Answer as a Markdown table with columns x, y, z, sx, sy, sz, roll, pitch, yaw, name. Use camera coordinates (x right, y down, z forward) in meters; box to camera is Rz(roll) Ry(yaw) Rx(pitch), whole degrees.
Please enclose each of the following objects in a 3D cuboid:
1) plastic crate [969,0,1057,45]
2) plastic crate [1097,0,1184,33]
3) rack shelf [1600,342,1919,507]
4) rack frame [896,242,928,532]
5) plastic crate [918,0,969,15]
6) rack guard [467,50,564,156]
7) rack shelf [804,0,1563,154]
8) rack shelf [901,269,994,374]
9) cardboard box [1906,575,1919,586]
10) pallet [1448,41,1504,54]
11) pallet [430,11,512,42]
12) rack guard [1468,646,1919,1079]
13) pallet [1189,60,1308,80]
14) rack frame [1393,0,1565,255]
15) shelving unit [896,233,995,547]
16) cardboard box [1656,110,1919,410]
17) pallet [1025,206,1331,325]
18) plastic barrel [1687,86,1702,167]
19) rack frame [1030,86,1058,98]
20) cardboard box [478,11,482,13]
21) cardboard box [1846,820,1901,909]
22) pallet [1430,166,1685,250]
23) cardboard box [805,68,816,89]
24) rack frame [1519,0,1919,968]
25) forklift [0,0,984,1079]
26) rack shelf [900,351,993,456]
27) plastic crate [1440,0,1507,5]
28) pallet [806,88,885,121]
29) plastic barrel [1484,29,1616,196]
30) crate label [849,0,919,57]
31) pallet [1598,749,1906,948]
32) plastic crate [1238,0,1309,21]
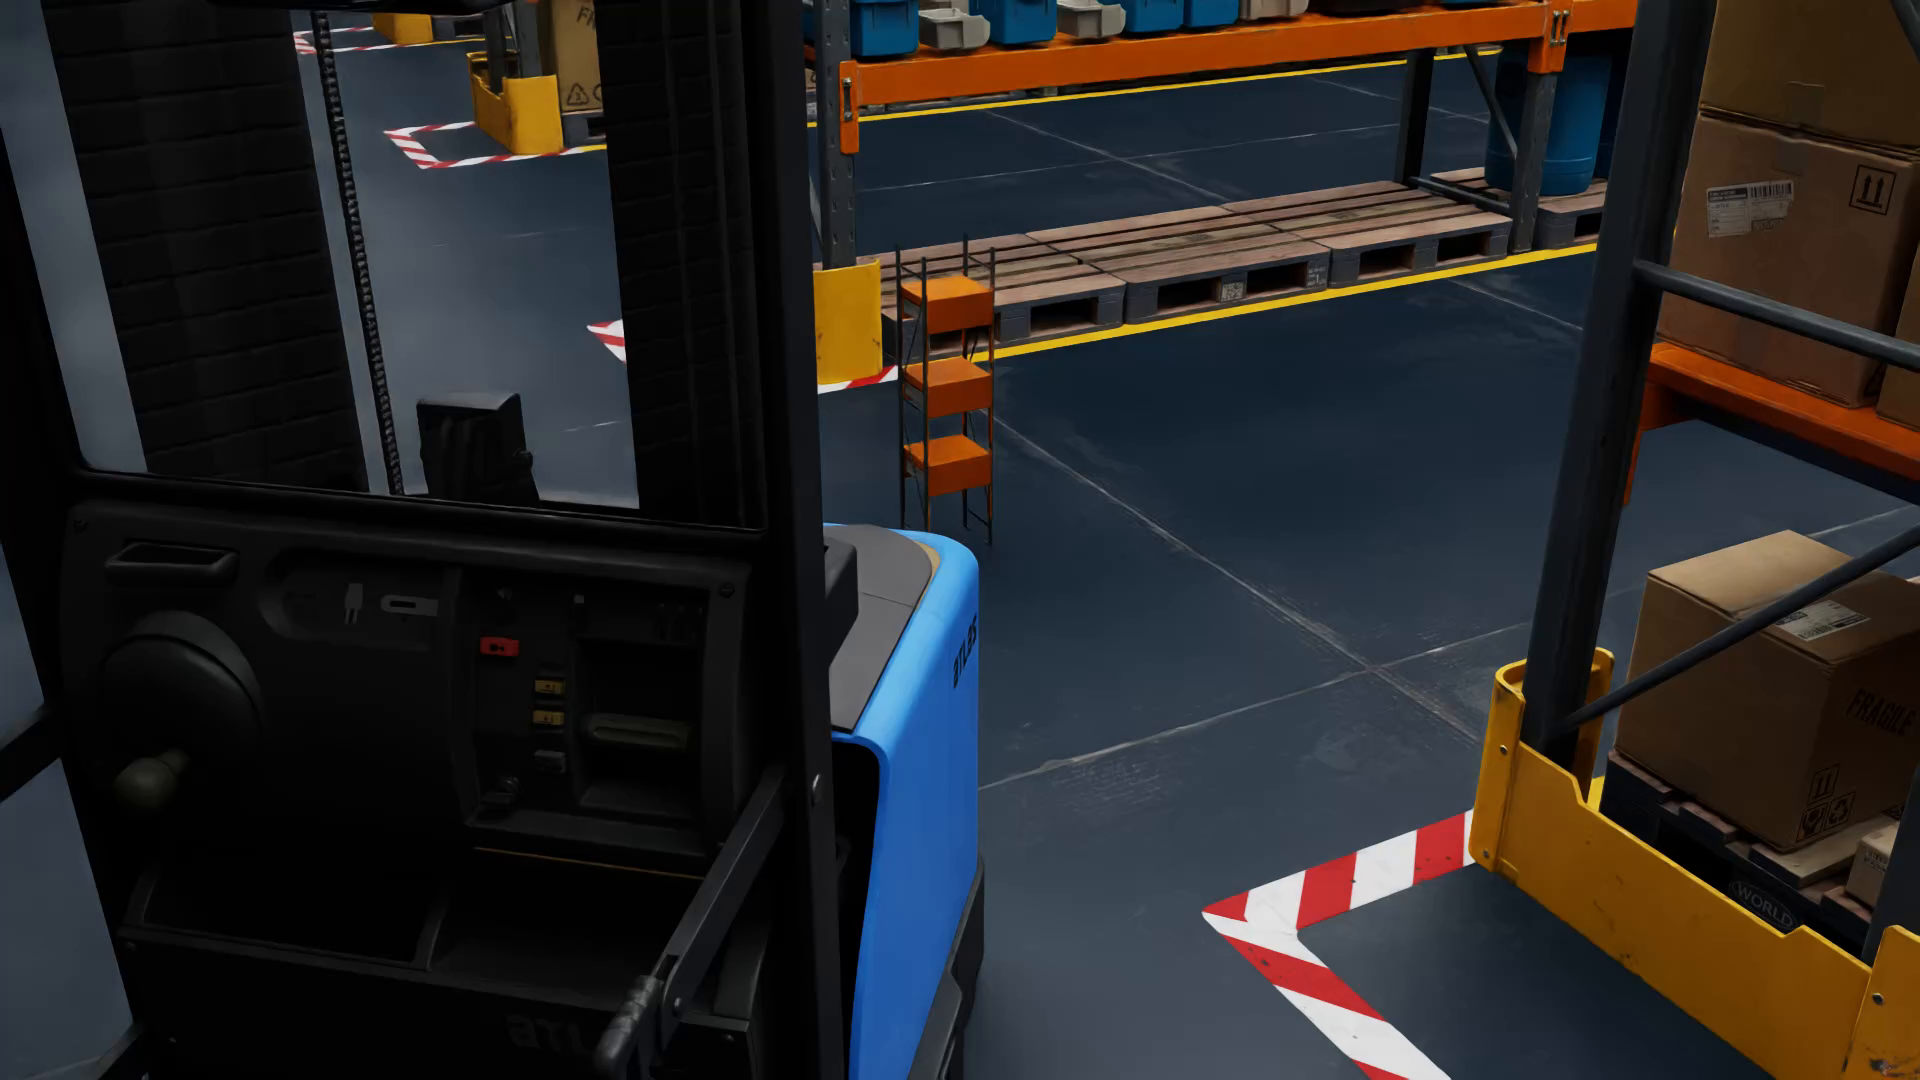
| x | y | z | sx | sy | sz | roll | pitch | yaw | name |
| --- | --- | --- | --- | --- | --- | --- | --- | --- | --- |
| 0.226 | -2.285 | 7.168 | 0.300 | 0.233 | 0.416 | -13 | 29 | -25 | plastic crate |
| 0.807 | -2.419 | 7.448 | 0.300 | 0.233 | 0.416 | -13 | 29 | -25 | plastic crate |
| 3.365 | -0.466 | 4.086 | 4.000 | 0.370 | 1.077 | -13 | 29 | -25 | rack shelf |
| -0.155 | -0.438 | 5.448 | 0.008 | 1.050 | 0.200 | -13 | 29 | -25 | rack frame |
| -0.093 | -2.419 | 7.557 | 0.243 | 0.136 | 0.396 | -13 | 29 | -25 | plastic crate |
| -3.079 | -3.035 | 11.494 | 0.348 | 0.500 | 1.175 | -13 | 29 | -25 | rack guard |
| 1.037 | -2.358 | 8.027 | 4.000 | 0.370 | 1.077 | -13 | 29 | -25 | rack shelf |
| -0.047 | -0.709 | 5.382 | 0.240 | 0.259 | 0.215 | -13 | 29 | -25 | rack shelf |
| 2.816 | 0.272 | 4.387 | 0.500 | 0.250 | 0.500 | -13 | 29 | -25 | cardboard box |
| 4.691 | -4.698 | 15.290 | 1.213 | 0.211 | 1.003 | -13 | 29 | -25 | pallet |
| -4.502 | -4.992 | 15.903 | 1.213 | 0.211 | 1.003 | -13 | 29 | -25 | pallet |
| 1.667 | 0.729 | 3.655 | 0.348 | 0.500 | 1.175 | -13 | 29 | -25 | rack guard |
| 2.195 | -4.160 | 14.172 | 1.213 | 0.211 | 1.003 | -13 | 29 | -25 | pallet |
| 2.802 | -3.090 | 8.720 | 0.127 | 3.000 | 1.000 | -13 | 29 | -25 | rack frame |
| -0.047 | -0.462 | 5.500 | 0.252 | 1.050 | 0.215 | -13 | 29 | -25 | shelving unit |
| 1.867 | -0.623 | 3.466 | 0.500 | 0.500 | 0.500 | -12 | 28 | -24 | cardboard box |
| 1.094 | -1.418 | 8.460 | 1.213 | 0.211 | 1.003 | -13 | 29 | -25 | pallet |
| 4.455 | -2.487 | 9.854 | 0.421 | 0.512 | 0.421 | 0 | 26 | 0 | plastic barrel |
| 0.471 | -4.981 | 12.660 | 0.127 | 3.000 | 1.000 | -13 | 29 | -25 | rack frame |
| -4.498 | -5.055 | 15.621 | 0.250 | 0.149 | 0.380 | -13 | 29 | -25 | cardboard box |
| 2.131 | 0.750 | 3.507 | 0.250 | 0.149 | 0.380 | -13 | 29 | -25 | cardboard box |
| 3.502 | -1.974 | 9.618 | 1.213 | 0.211 | 1.003 | -13 | 29 | -25 | pallet |
| -0.943 | -3.926 | 12.431 | 0.875 | 0.875 | 0.875 | -13 | 29 | -25 | cardboard box |
| 1.600 | -0.383 | 3.081 | 0.127 | 3.000 | 1.000 | -13 | 29 | -25 | rack frame |
| -0.758 | 0.215 | 1.915 | 1.130 | 2.935 | 3.031 | 5 | 26 | 11 | forklift |
| -0.047 | -0.453 | 5.505 | 0.240 | 0.259 | 0.215 | -13 | 29 | -25 | rack shelf |
| 2.551 | -2.884 | 8.241 | 0.575 | 0.384 | 0.392 | -13 | 29 | -25 | plastic crate |
| -1.314 | -3.349 | 12.482 | 1.213 | 0.211 | 1.003 | -13 | 29 | -25 | pallet |
| 3.290 | -2.438 | 9.300 | 0.708 | 0.901 | 0.600 | -13 | 29 | -25 | plastic barrel |
| -0.355 | -2.151 | 6.889 | 0.303 | 0.233 | 0.416 | -13 | 29 | -25 | crate label |
| 2.370 | 0.696 | 4.056 | 1.213 | 0.211 | 1.003 | -13 | 29 | -25 | pallet |
| 1.407 | -2.529 | 7.786 | 0.466 | 0.136 | 0.293 | -13 | 29 | -25 | plastic crate |
